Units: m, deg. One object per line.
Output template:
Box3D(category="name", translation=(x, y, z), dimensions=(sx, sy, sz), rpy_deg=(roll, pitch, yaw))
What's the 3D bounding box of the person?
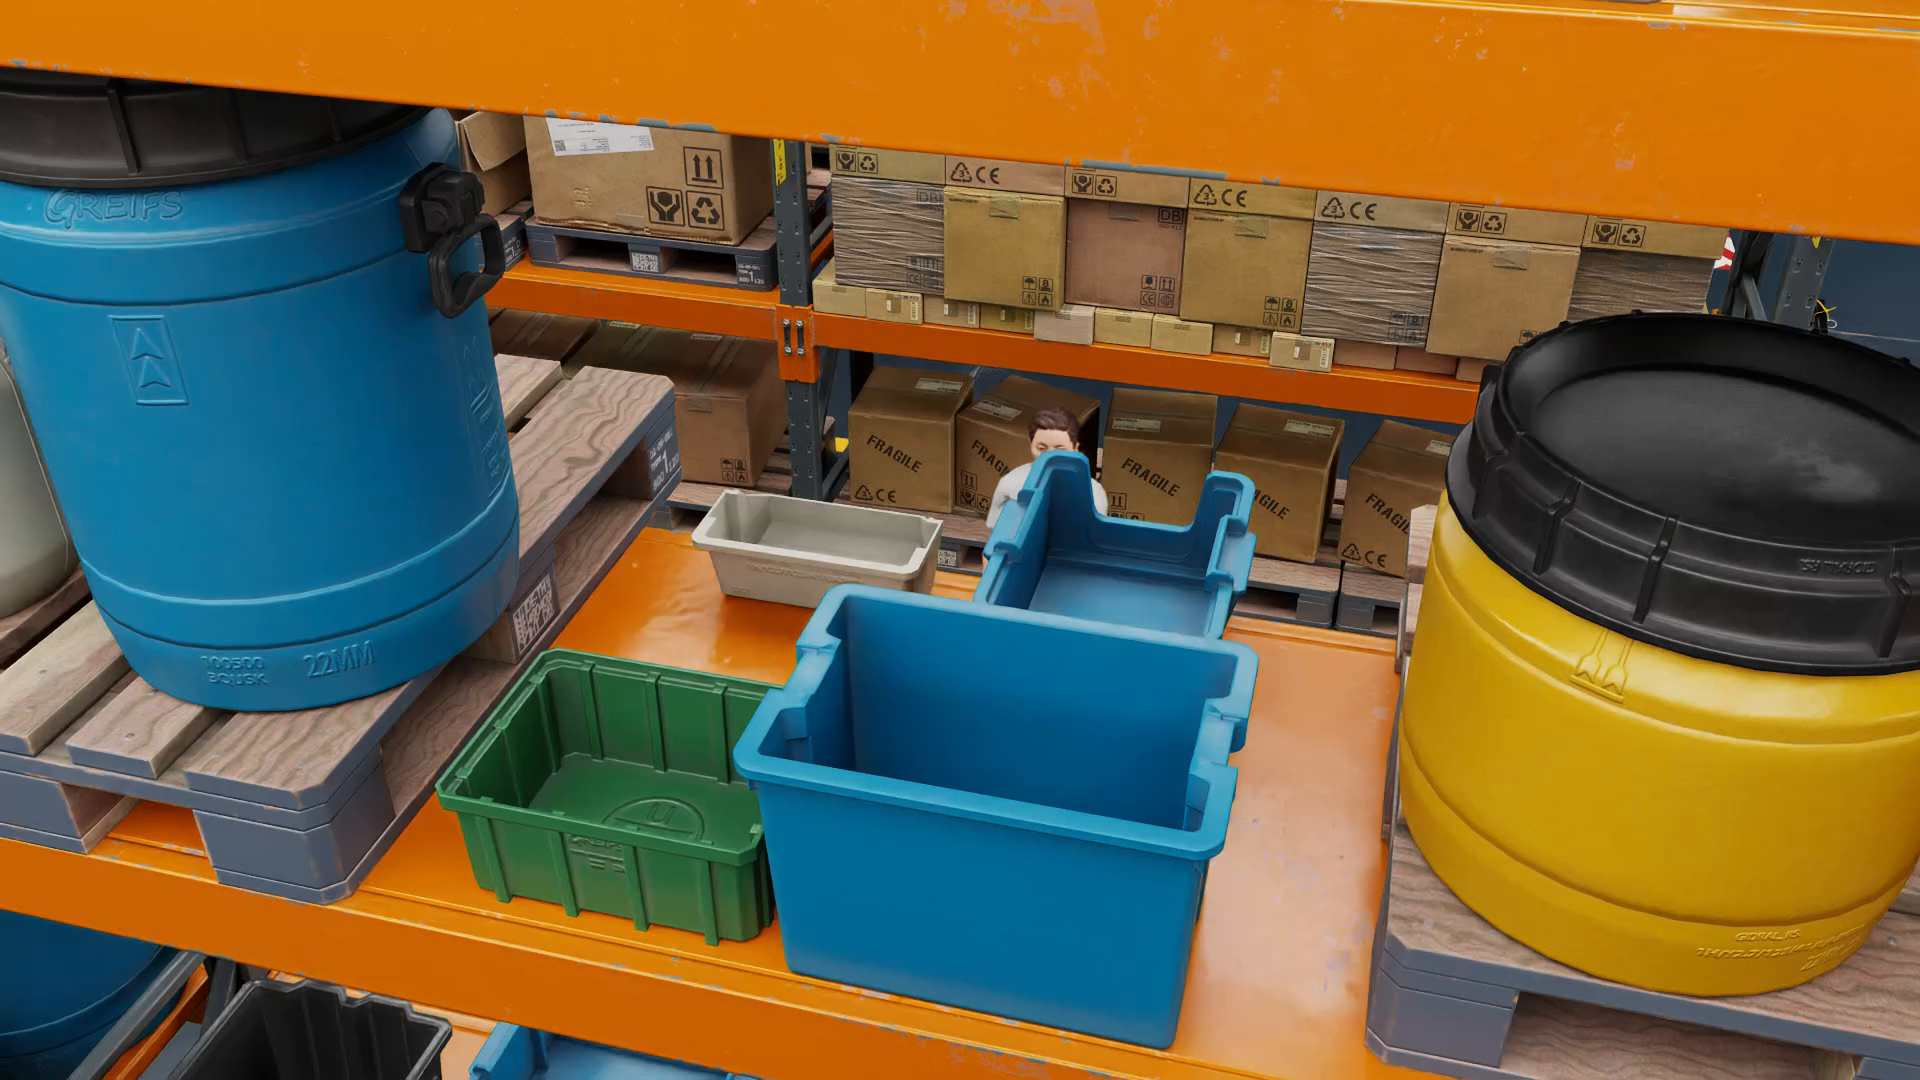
Box3D(category="person", translation=(0.298, 0.296, 6.185), dimensions=(0.454, 1.671, 0.533), rpy_deg=(8, 34, 12))
